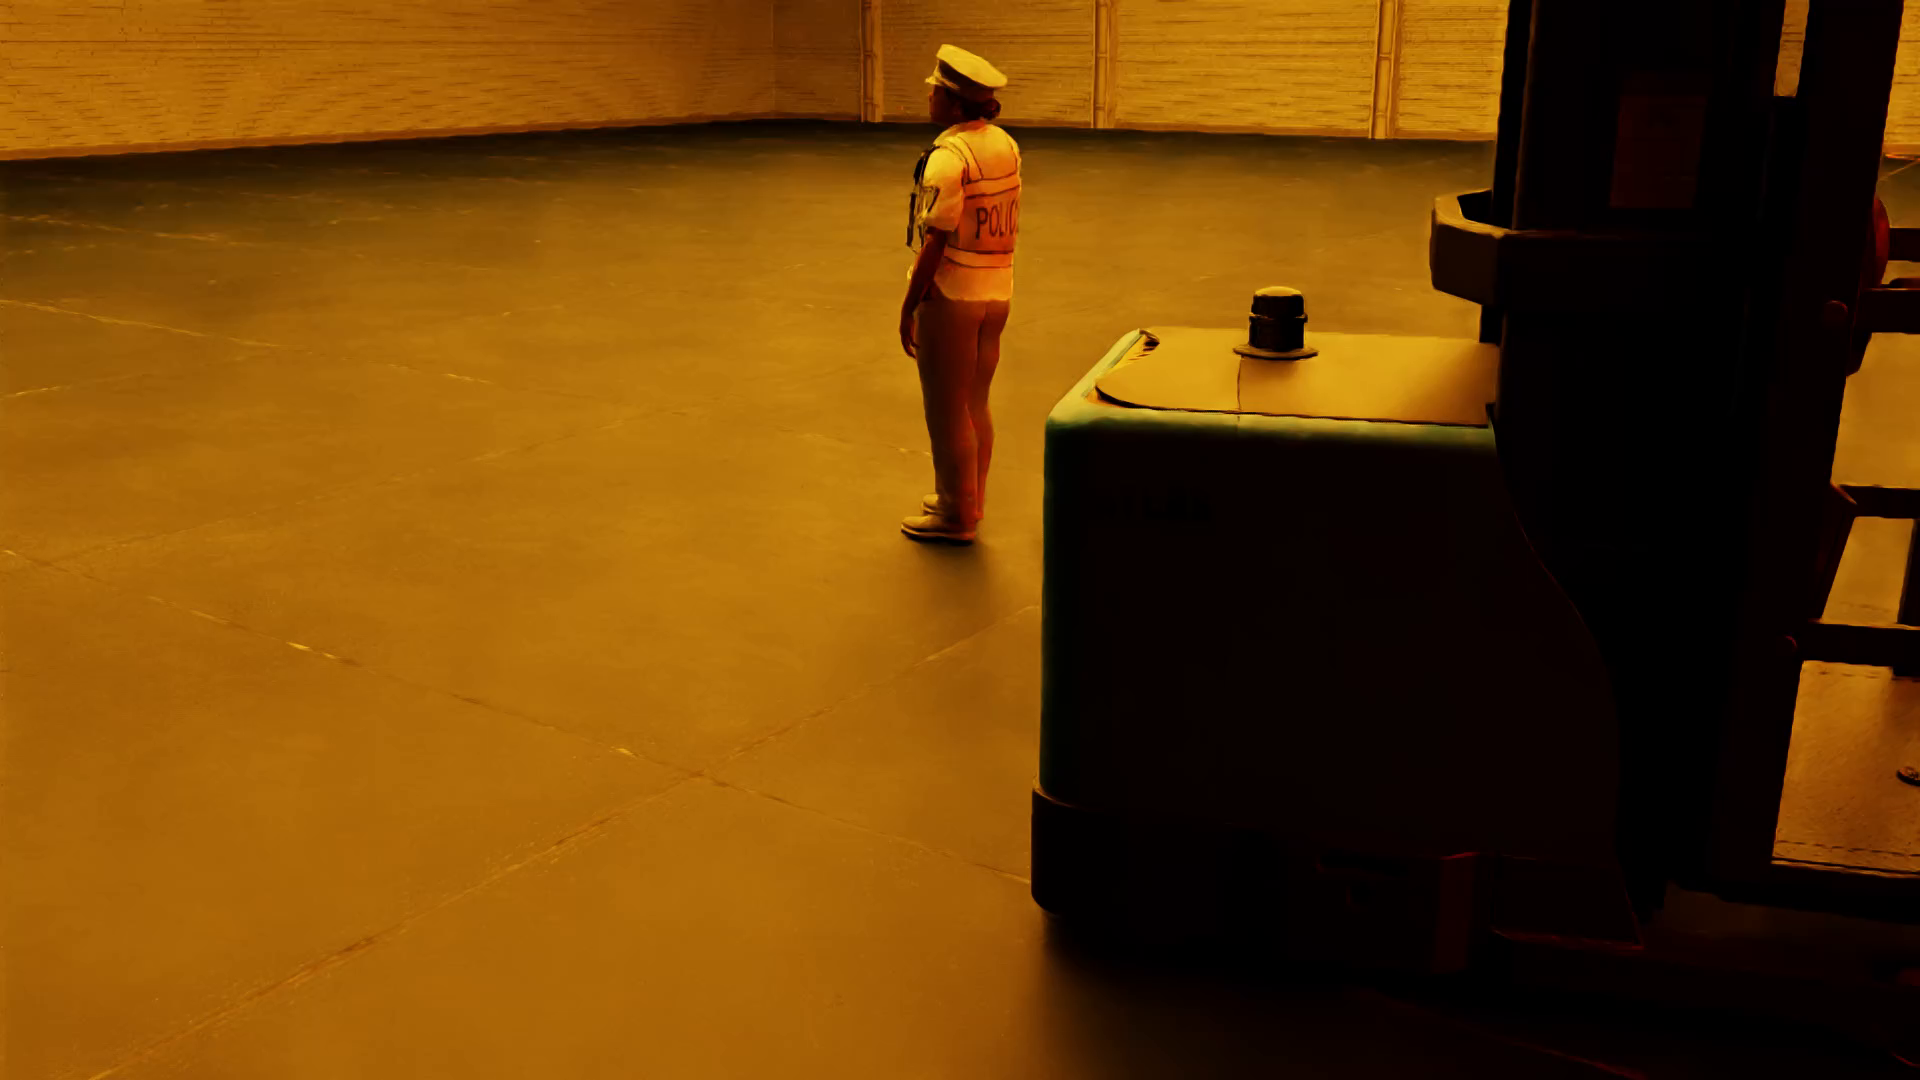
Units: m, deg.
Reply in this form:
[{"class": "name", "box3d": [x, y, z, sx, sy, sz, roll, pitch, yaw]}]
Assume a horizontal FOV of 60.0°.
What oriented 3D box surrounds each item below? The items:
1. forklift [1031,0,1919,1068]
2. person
[{"class": "forklift", "box3d": [1.717, -0.642, 2.981, 3.031, 2.935, 1.130, 4, 17, 14]}, {"class": "person", "box3d": [-0.051, -0.836, 5.760, 0.529, 1.695, 0.570, 11, 20, 33]}]
